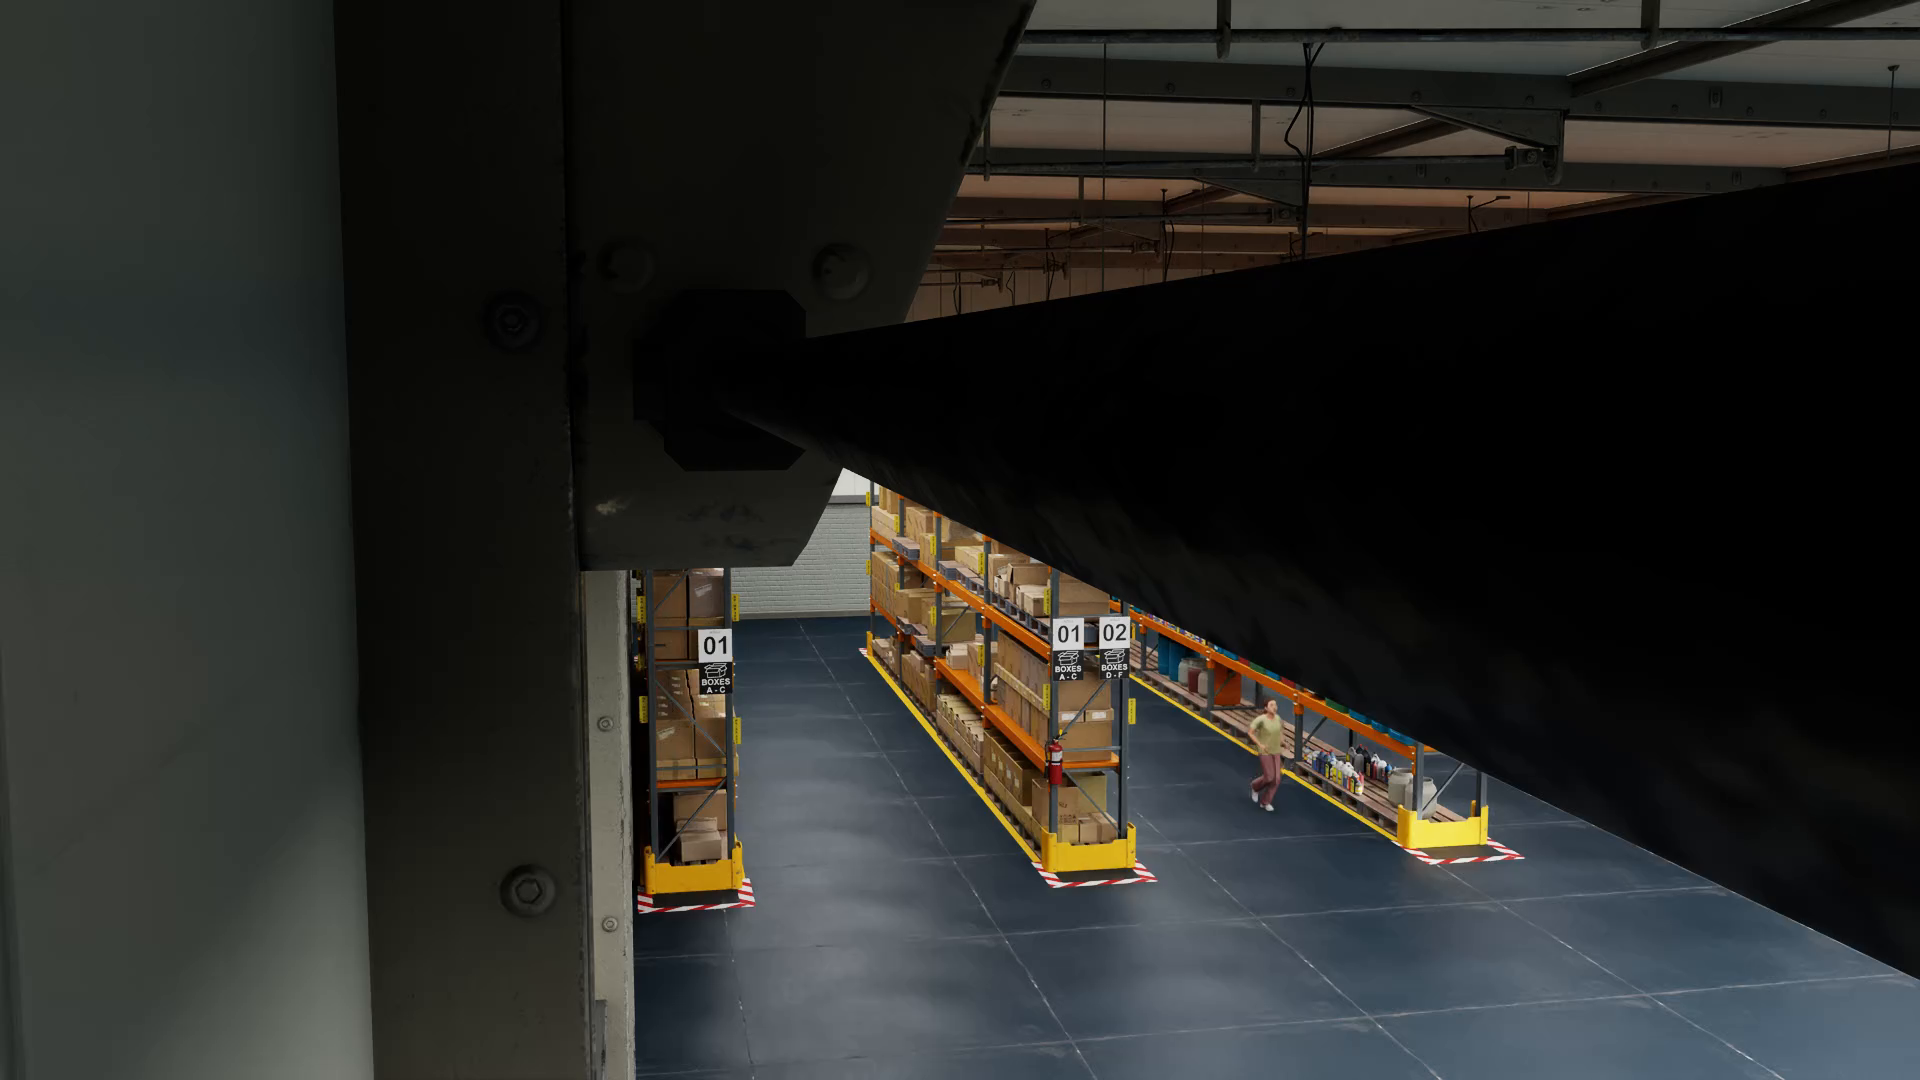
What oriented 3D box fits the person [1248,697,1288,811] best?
[{"bbox_3d":[4.405,3.043,23.754,0.566,1.623,0.536,-3,7,-25],"label":"person"}]
